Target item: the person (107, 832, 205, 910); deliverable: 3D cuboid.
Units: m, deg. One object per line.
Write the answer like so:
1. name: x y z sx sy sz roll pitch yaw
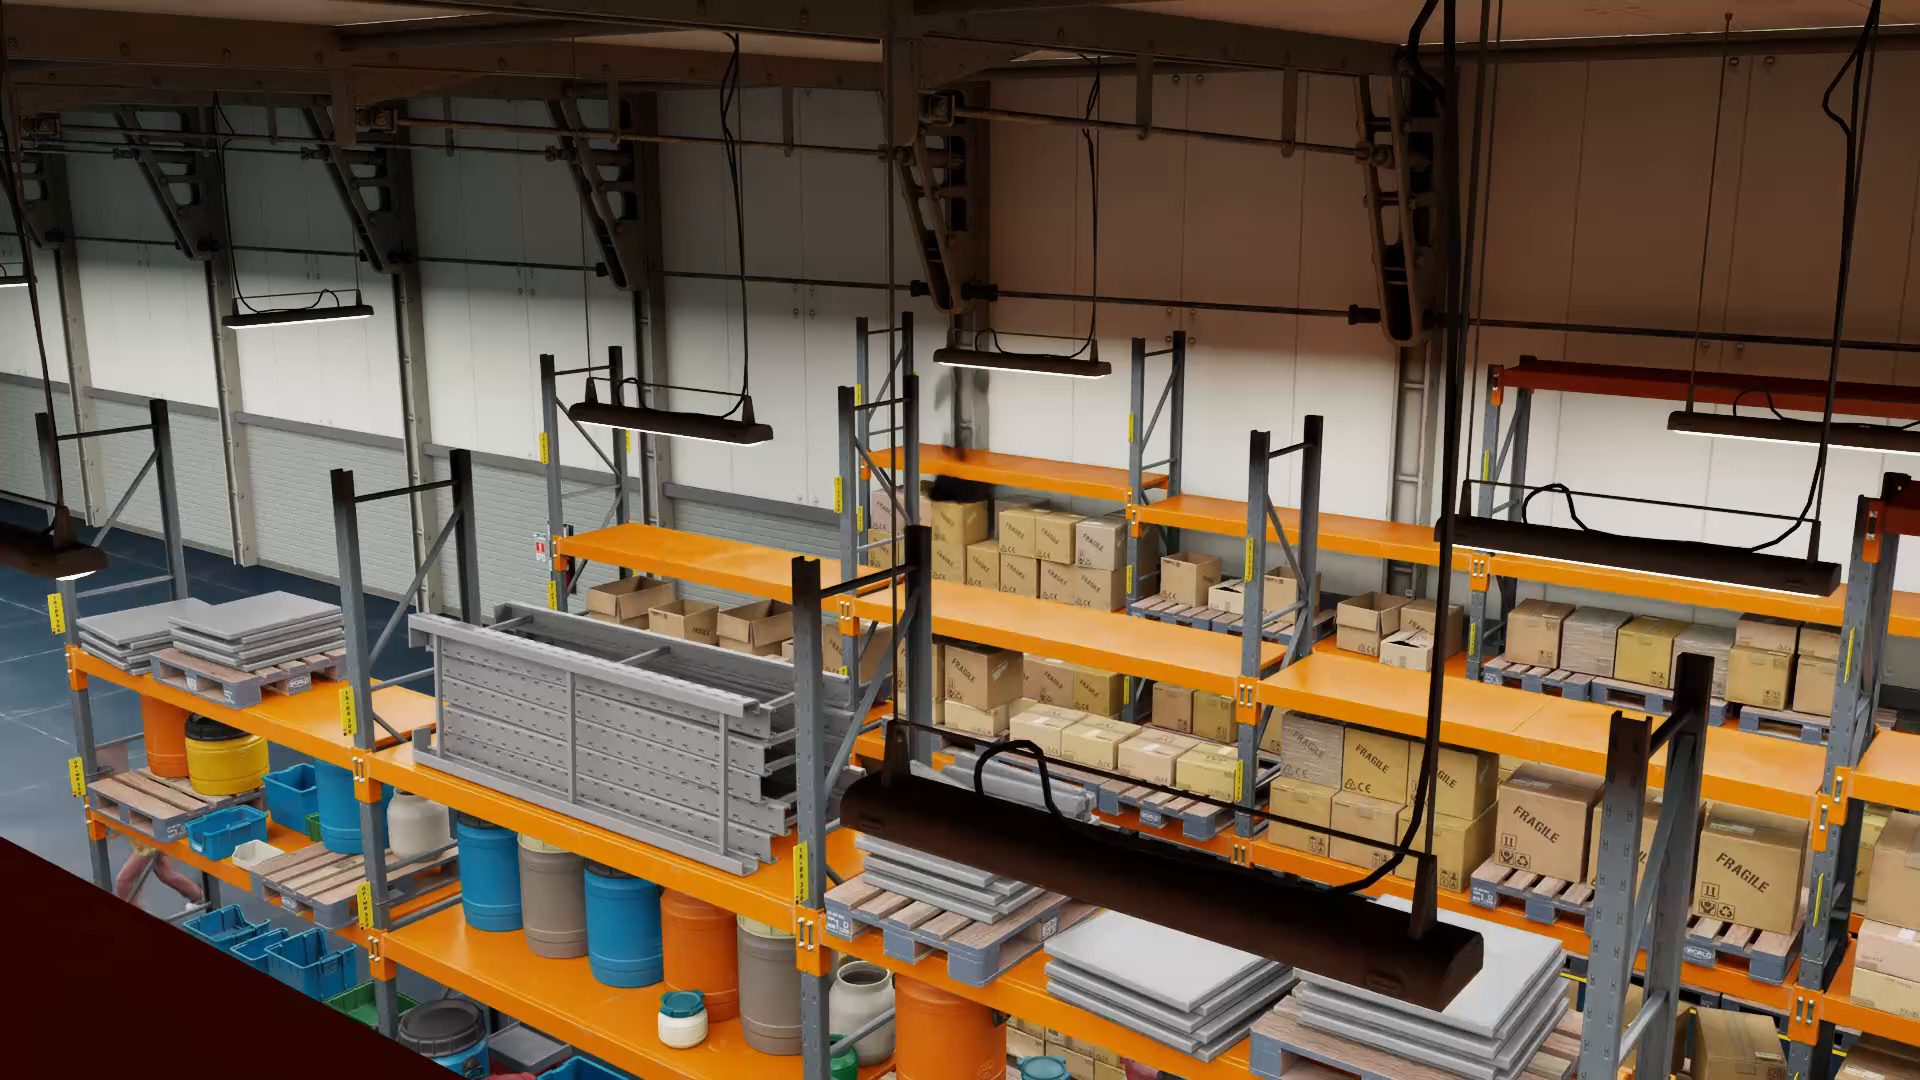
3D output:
1. person: -8.484 3.323 17.537 0.960 1.626 0.619 -4 14 -18
